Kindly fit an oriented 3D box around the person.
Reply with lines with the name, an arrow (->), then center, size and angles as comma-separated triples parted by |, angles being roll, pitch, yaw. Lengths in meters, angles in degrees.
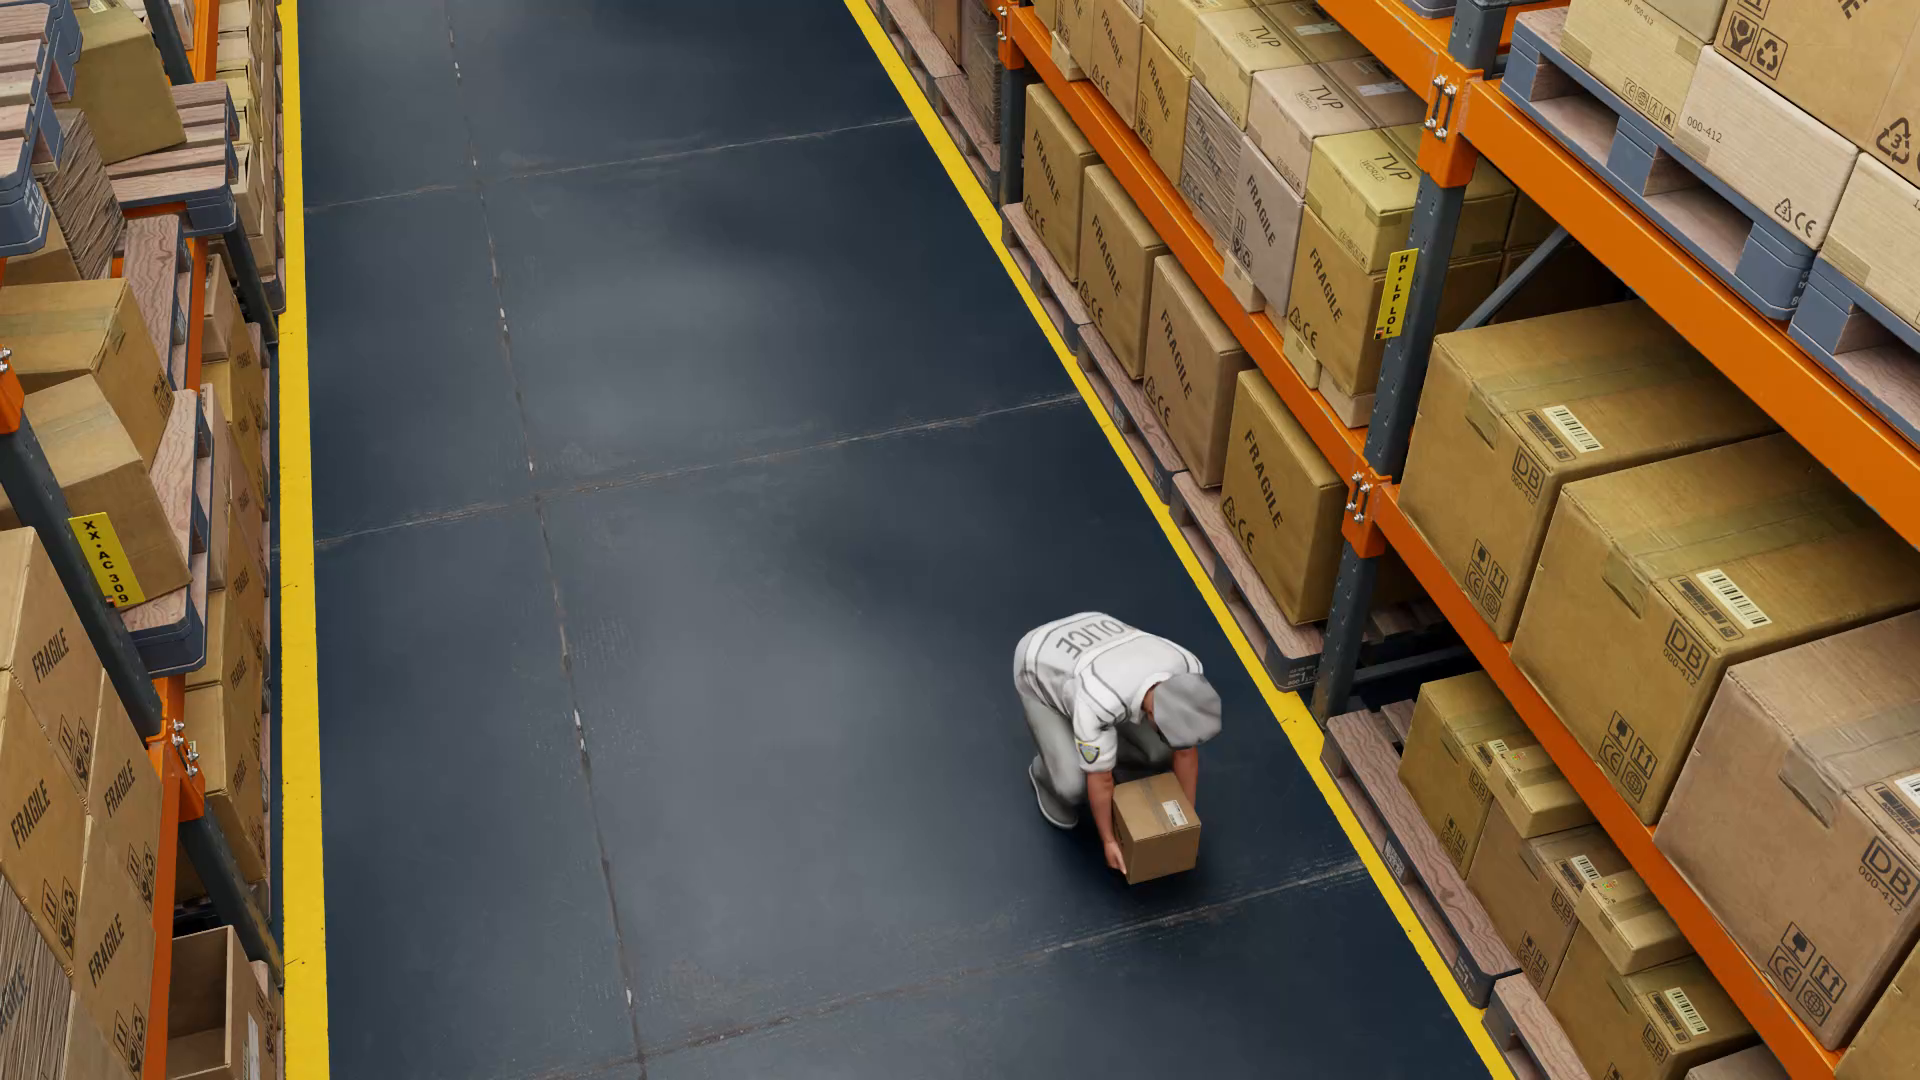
person -> 0.552, 0.665, 5.968 | 0.529, 1.025, 0.950 | -17, 45, -18
